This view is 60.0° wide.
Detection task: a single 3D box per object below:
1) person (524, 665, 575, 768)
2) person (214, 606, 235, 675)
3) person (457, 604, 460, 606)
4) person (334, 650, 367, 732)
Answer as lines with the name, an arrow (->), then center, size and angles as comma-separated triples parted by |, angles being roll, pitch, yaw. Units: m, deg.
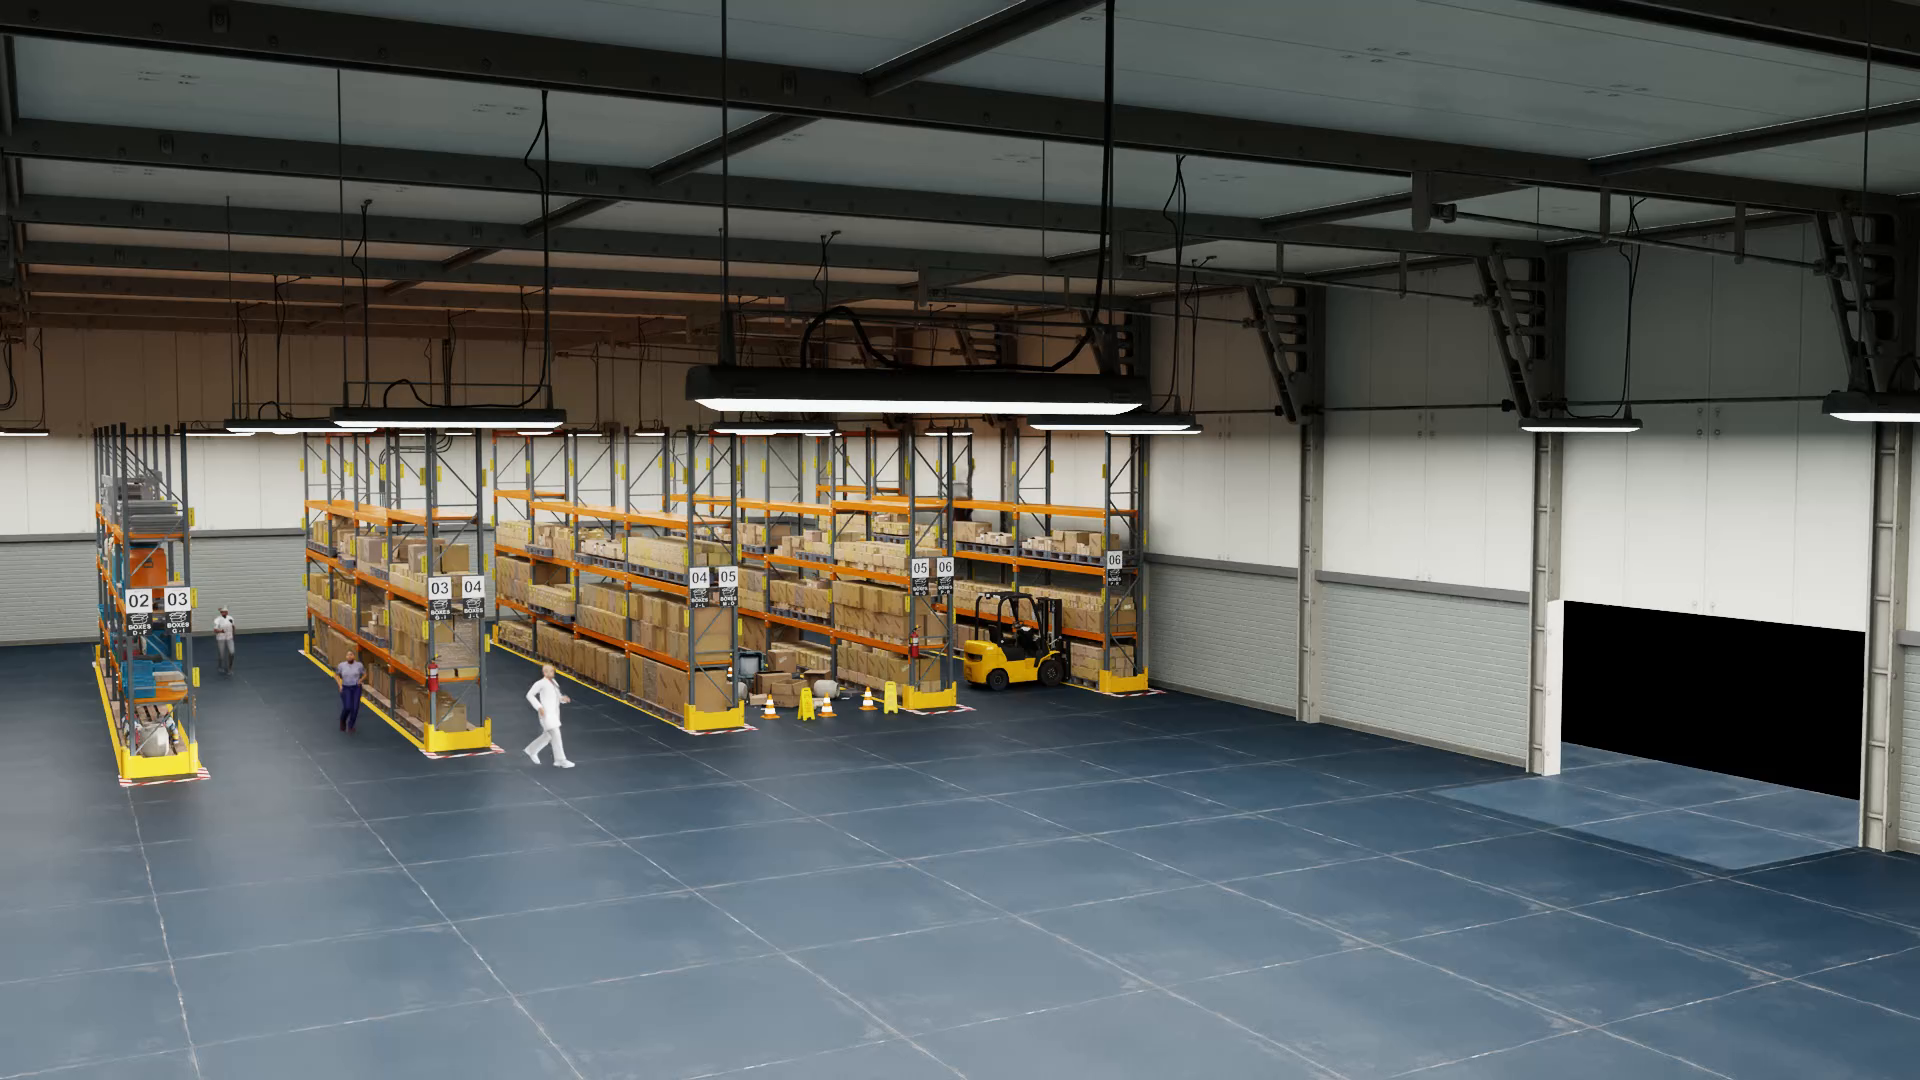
person -> -7.176, 3.053, 28.971 | 0.993, 1.774, 0.713 | 1, 4, 11
person -> -17.853, 2.450, 40.406 | 0.531, 1.733, 0.738 | -3, 4, -38
person -> -14.243, 2.101, 46.469 | 0.636, 1.688, 0.694 | 0, 3, -1
person -> -11.860, 2.950, 32.427 | 0.588, 1.613, 0.574 | -2, 4, -28
